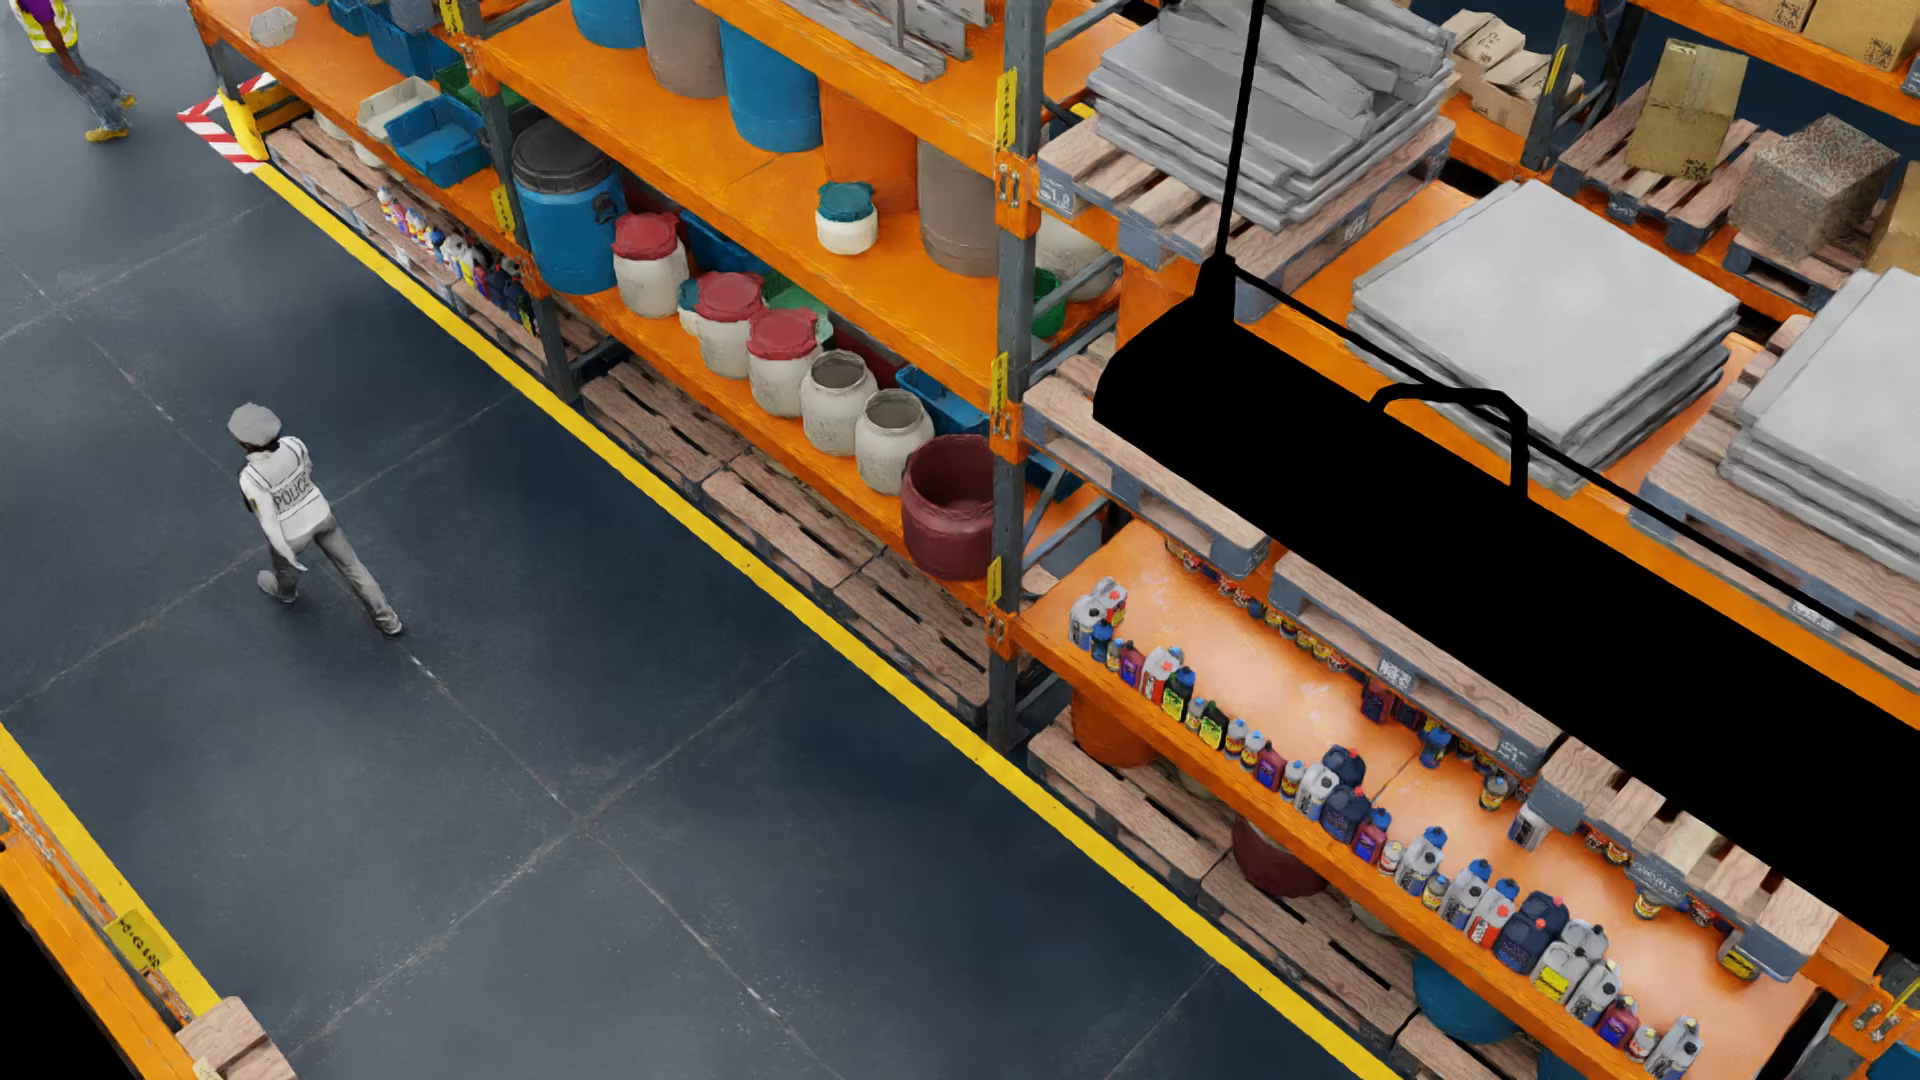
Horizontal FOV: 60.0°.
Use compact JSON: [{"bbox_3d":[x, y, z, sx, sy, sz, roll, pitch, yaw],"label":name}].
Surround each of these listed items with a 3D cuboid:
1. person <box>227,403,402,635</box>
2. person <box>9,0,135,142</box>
[{"bbox_3d":[-3.767,-0.138,9.427,0.994,1.621,0.483,29,56,22],"label":"person"},{"bbox_3d":[-6.681,-3.790,12.404,0.463,1.760,0.720,-13,51,-10],"label":"person"}]
